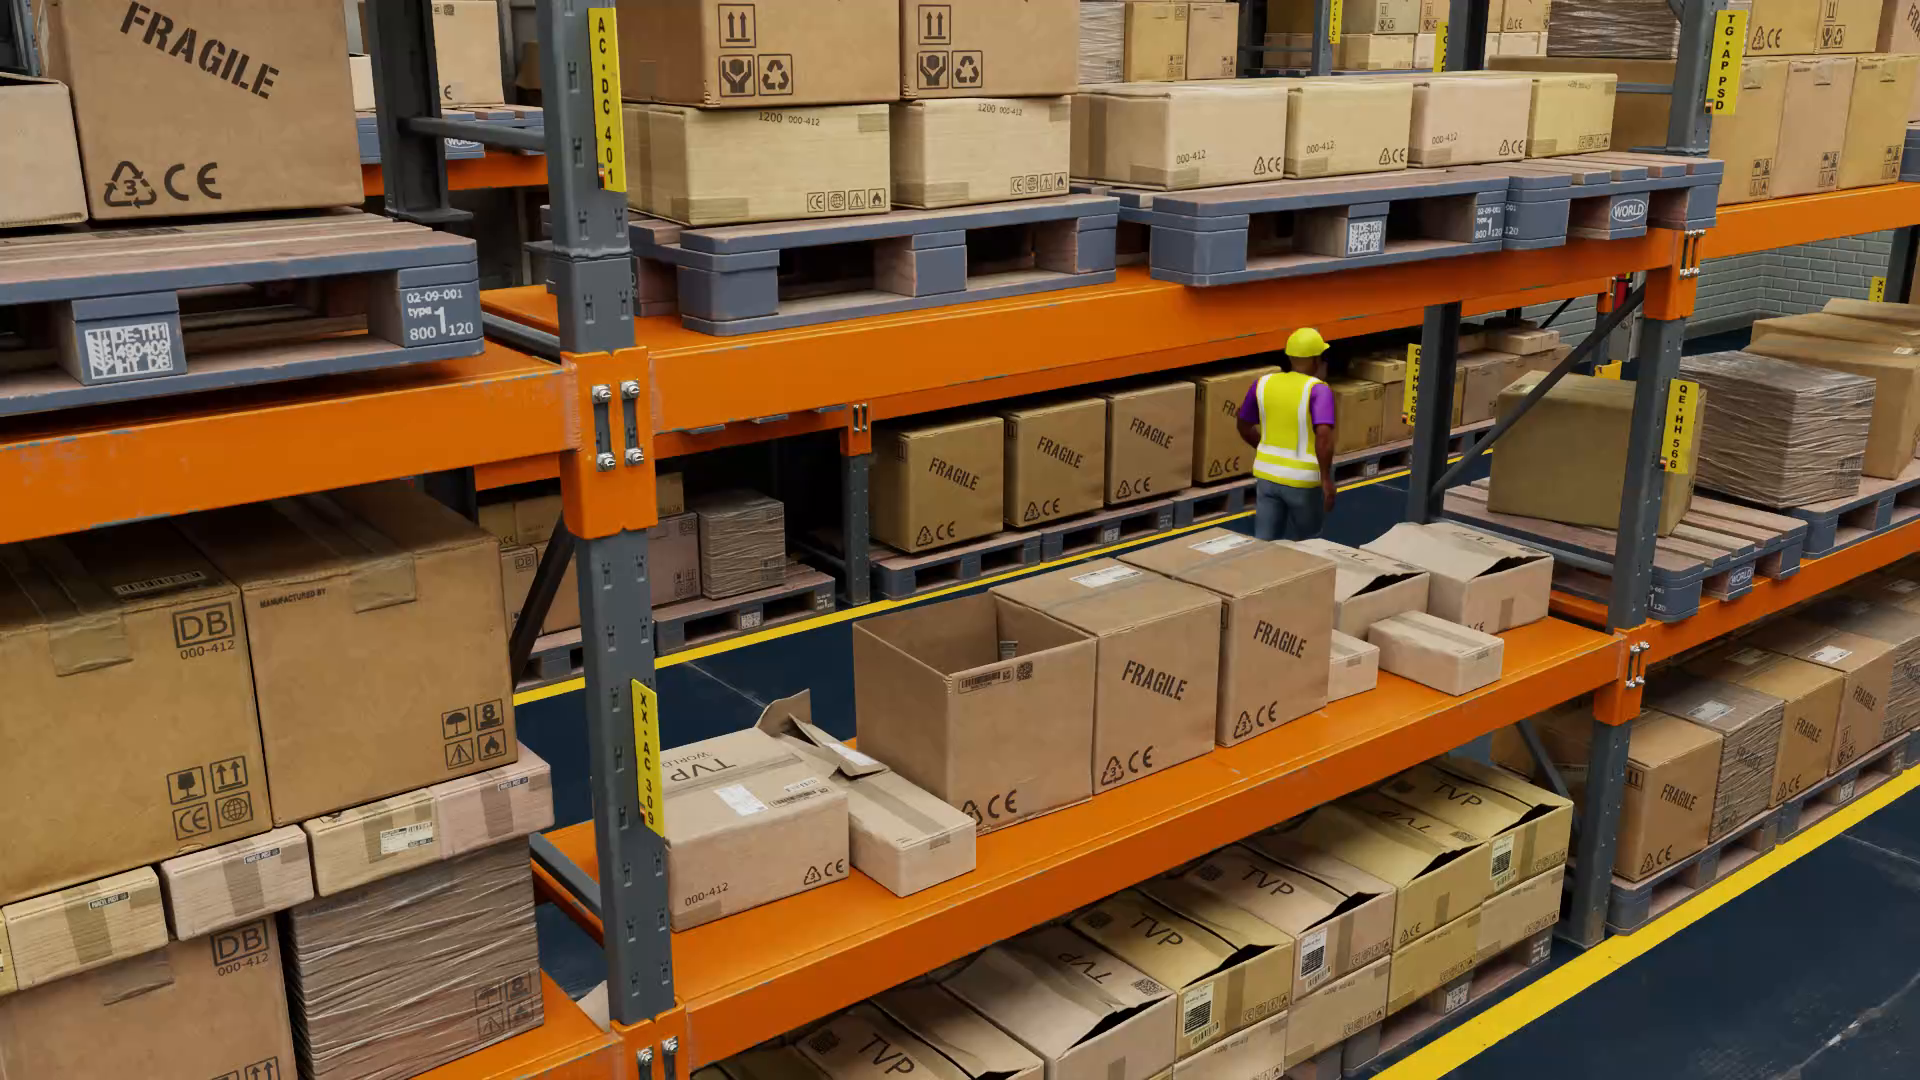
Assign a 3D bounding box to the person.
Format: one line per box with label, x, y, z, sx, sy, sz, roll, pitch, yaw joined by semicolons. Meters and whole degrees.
person;1.859;-0.326;9.541;0.730;1.759;0.809;15;23;40
